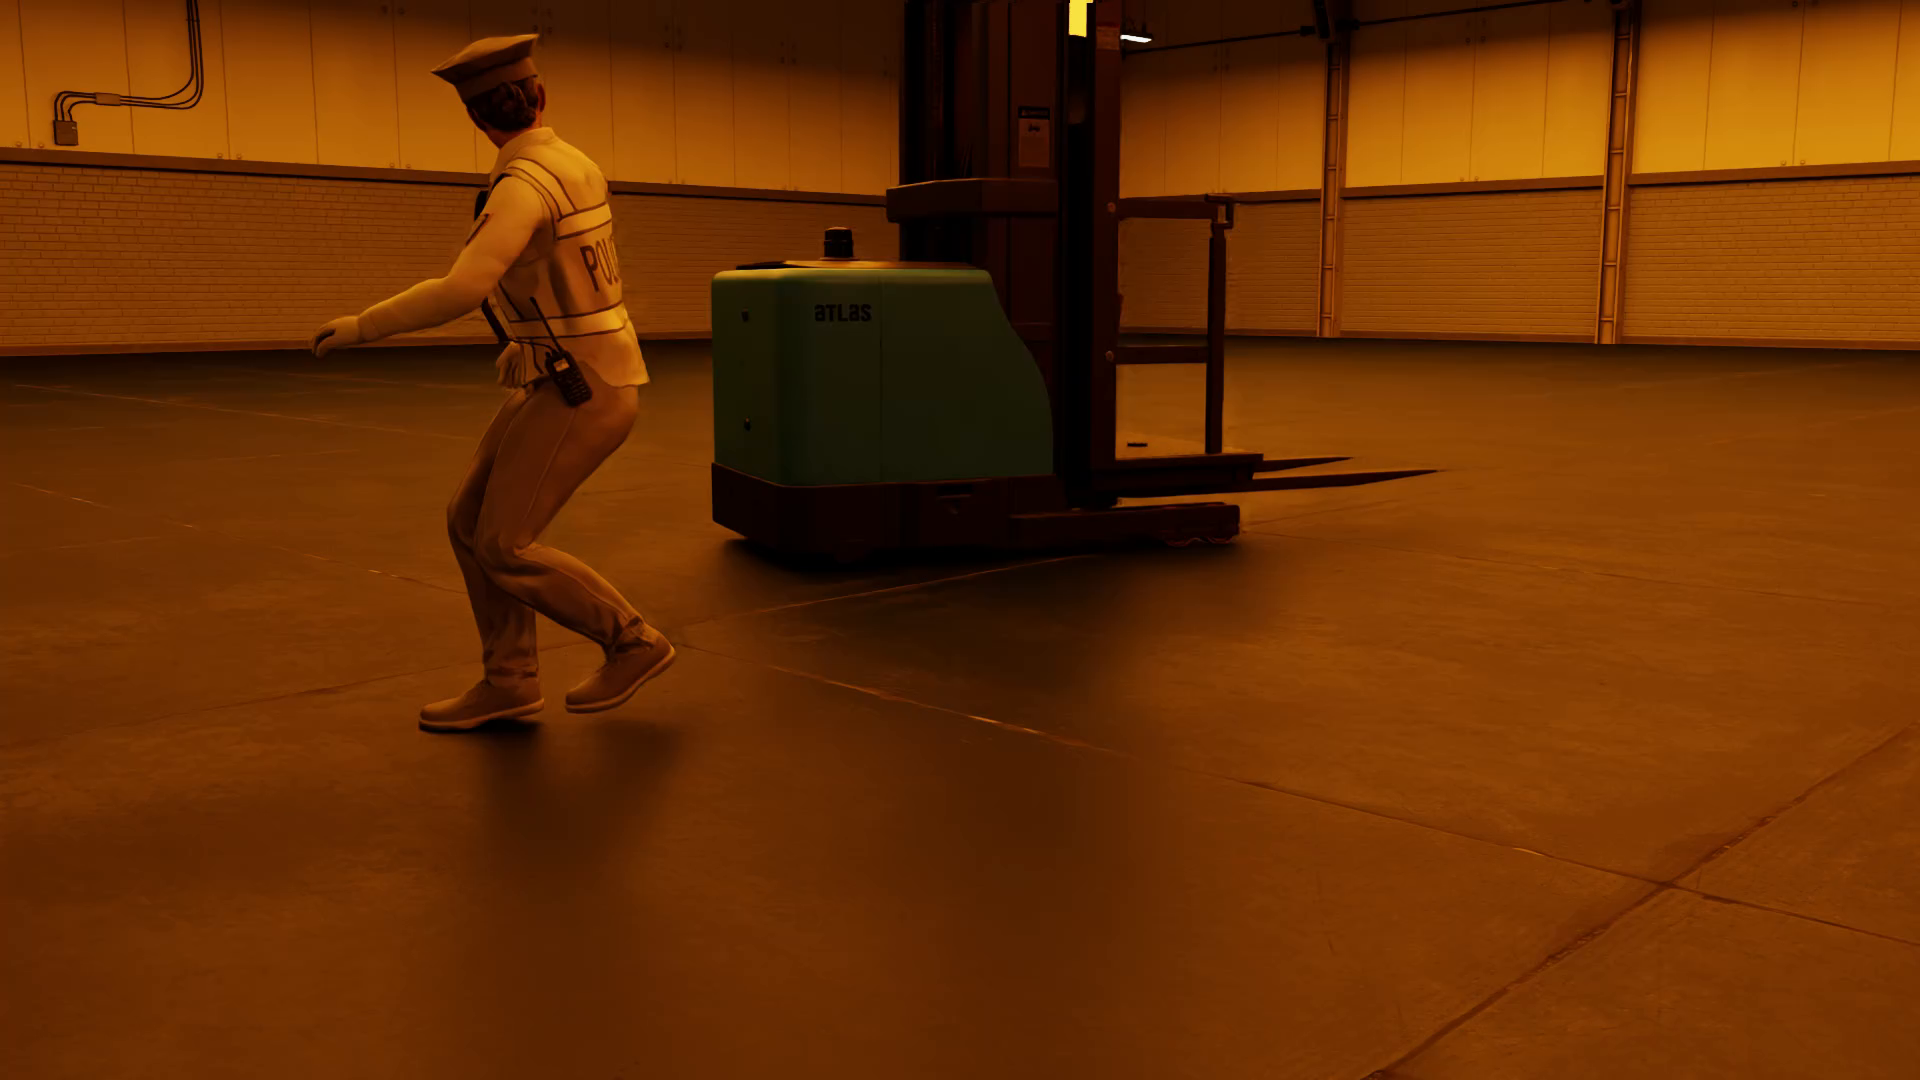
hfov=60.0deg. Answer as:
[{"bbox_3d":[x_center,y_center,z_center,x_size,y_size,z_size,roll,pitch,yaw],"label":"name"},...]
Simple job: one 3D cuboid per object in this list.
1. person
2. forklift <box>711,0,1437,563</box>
[{"bbox_3d":[-1.055,-0.352,3.827,0.761,1.561,0.795,-2,9,-10],"label":"person"},{"bbox_3d":[0.559,-1.486,6.742,3.031,2.935,1.130,-4,9,-23],"label":"forklift"}]
